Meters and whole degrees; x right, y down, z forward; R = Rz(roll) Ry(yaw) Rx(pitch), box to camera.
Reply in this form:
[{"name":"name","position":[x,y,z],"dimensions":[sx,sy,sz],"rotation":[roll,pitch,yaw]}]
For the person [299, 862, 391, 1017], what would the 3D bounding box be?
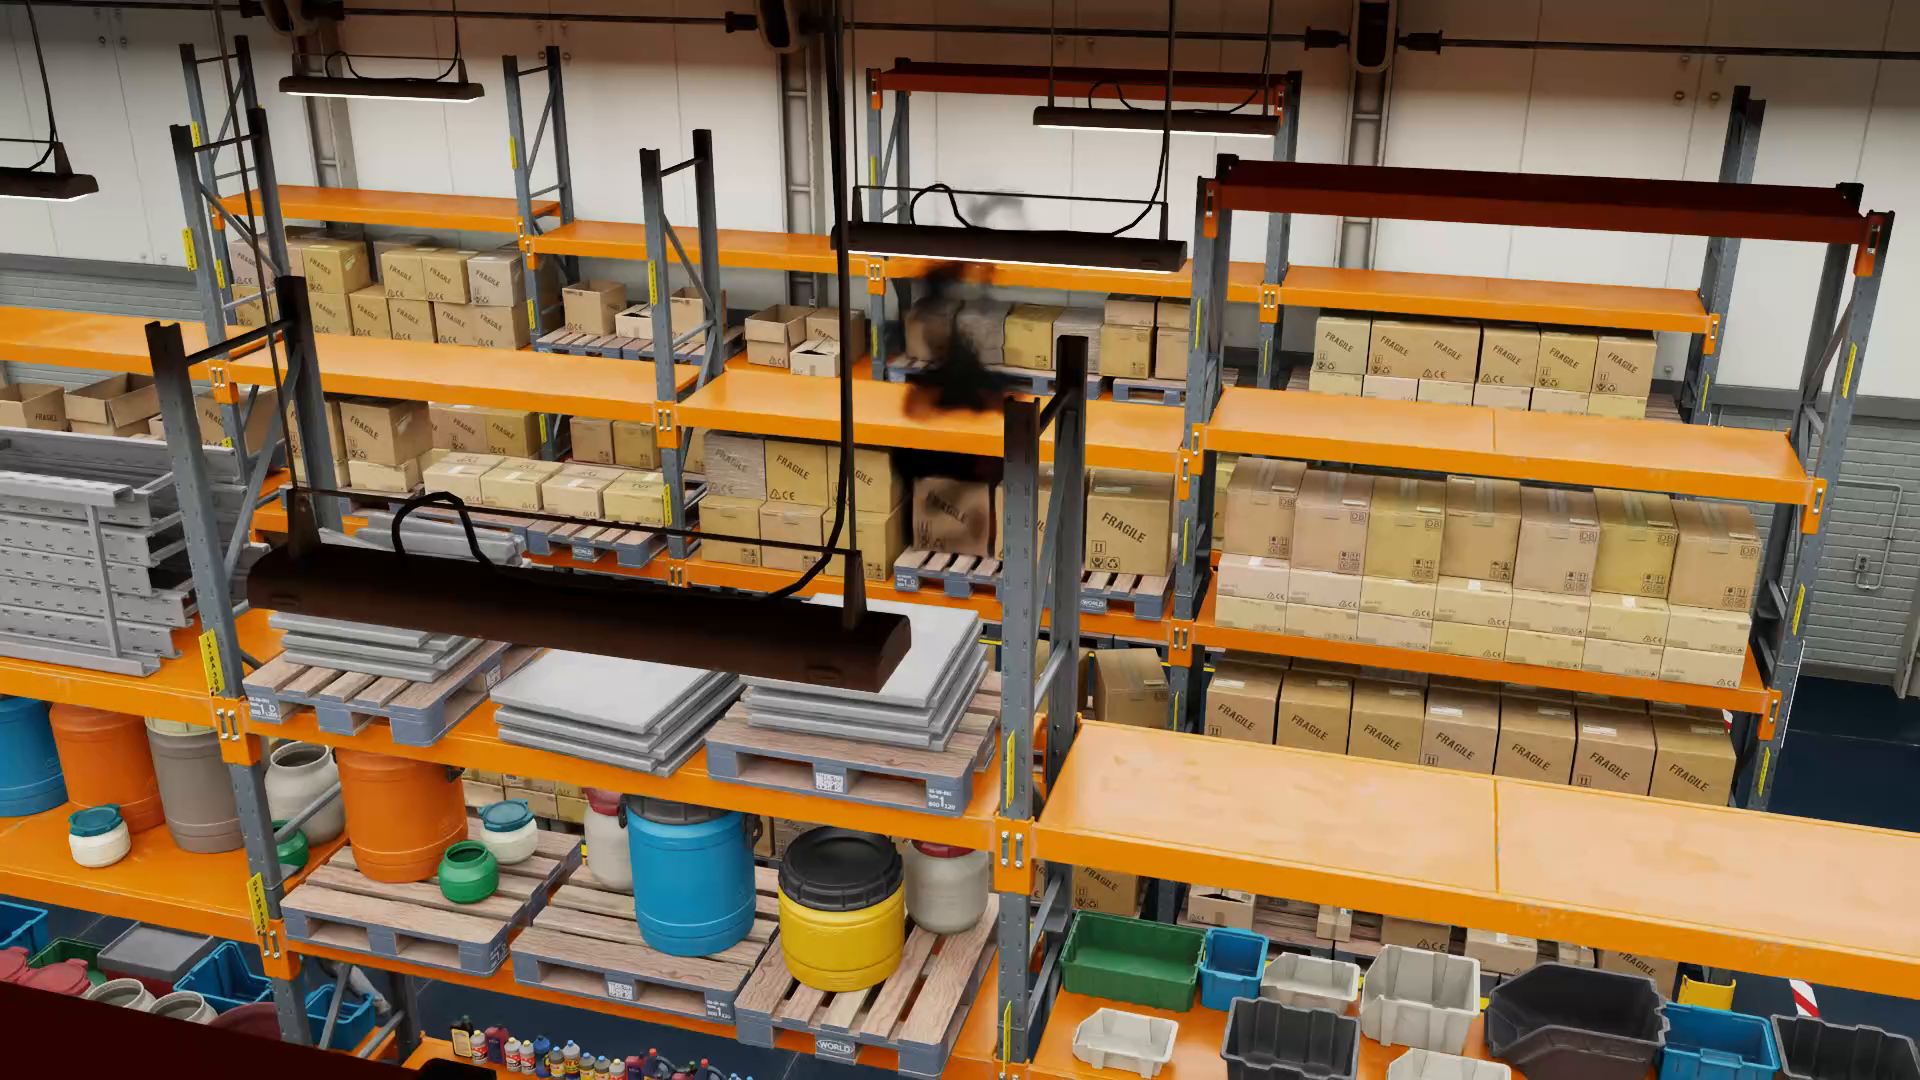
[{"name":"person","position":[-4.615,2.747,11.835],"dimensions":[1.031,1.744,0.714],"rotation":[9,24,21]}]
